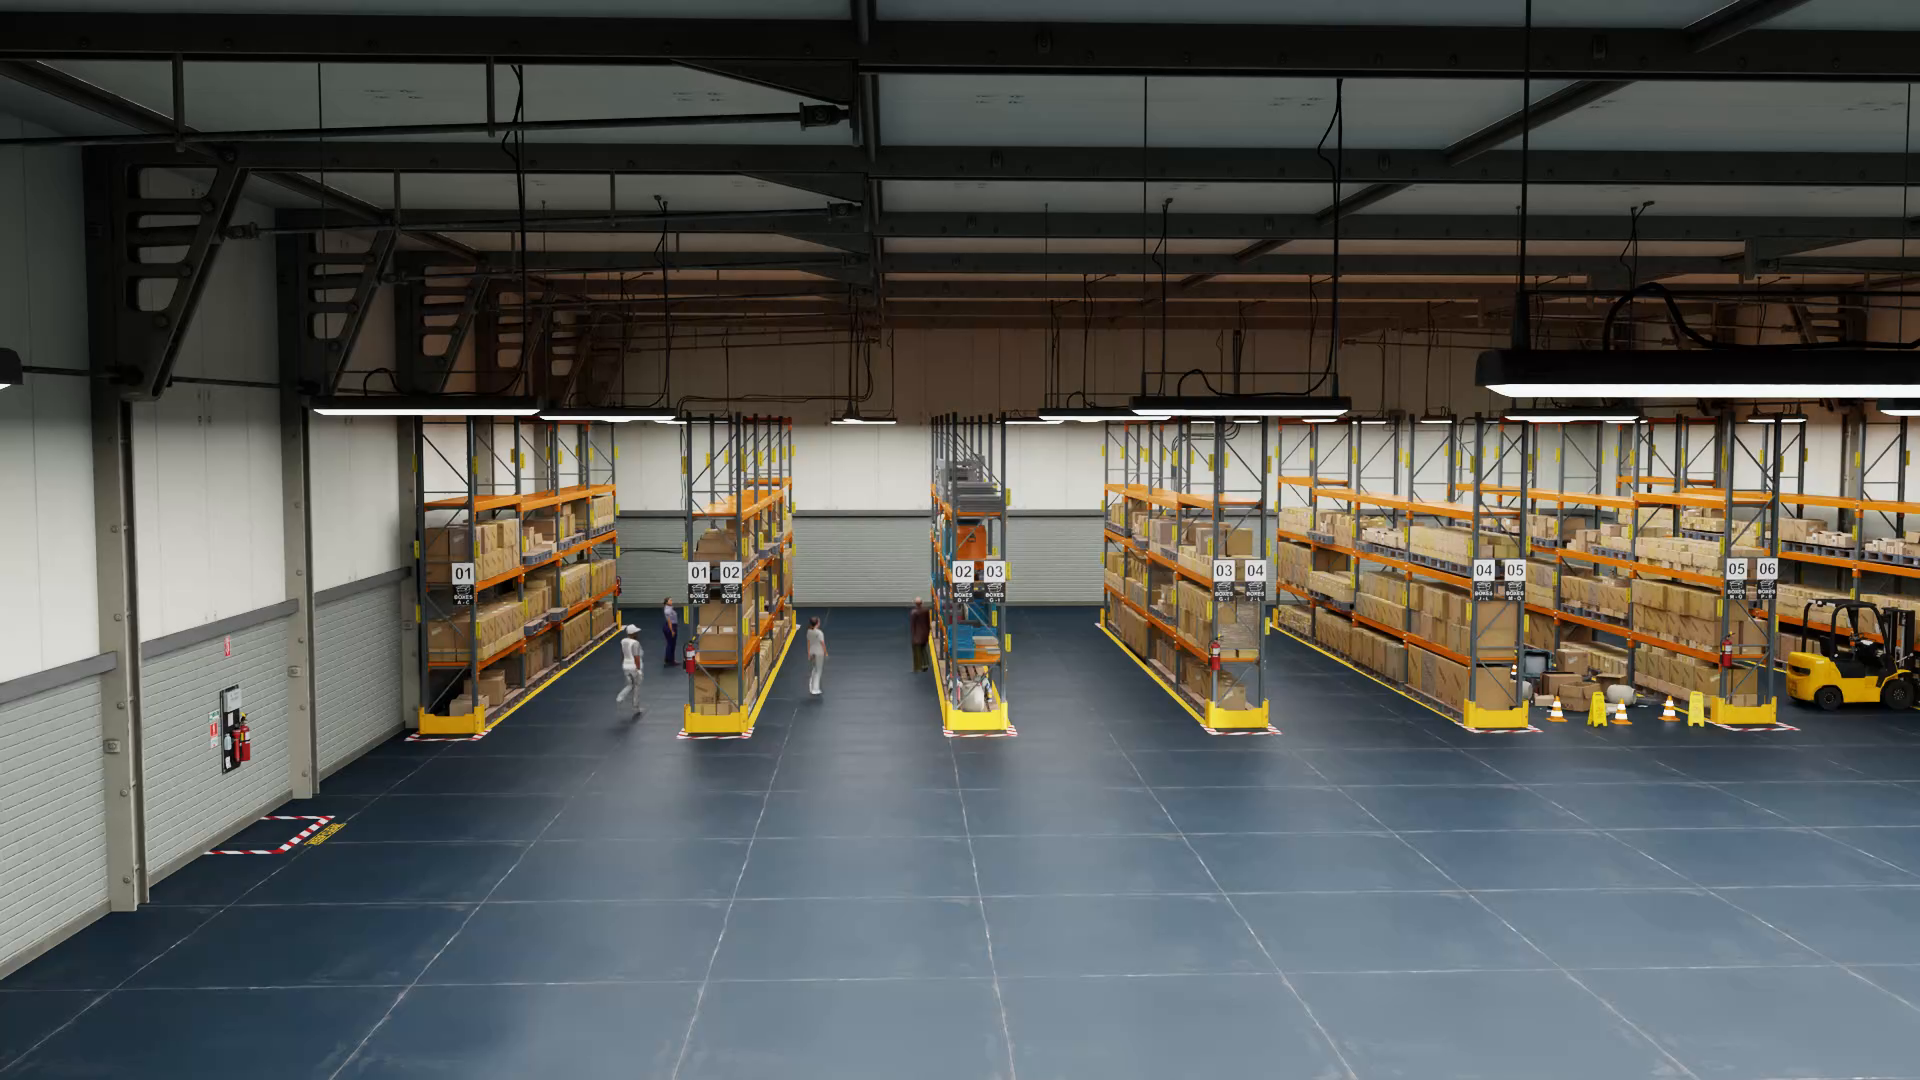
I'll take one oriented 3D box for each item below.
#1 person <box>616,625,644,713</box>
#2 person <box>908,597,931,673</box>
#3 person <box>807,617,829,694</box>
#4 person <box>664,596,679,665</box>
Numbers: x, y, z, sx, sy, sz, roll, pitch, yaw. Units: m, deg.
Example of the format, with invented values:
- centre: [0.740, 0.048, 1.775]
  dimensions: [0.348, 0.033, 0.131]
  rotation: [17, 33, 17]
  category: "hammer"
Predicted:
- centre: [-6.556, 2.571, 33.096]
  dimensions: [0.552, 1.777, 0.669]
  rotation: [2, 5, 31]
  category: "person"
- centre: [-0.927, 2.189, 38.512]
  dimensions: [0.710, 1.786, 0.455]
  rotation: [-4, 5, -43]
  category: "person"
- centre: [-3.042, 2.470, 35.567]
  dimensions: [0.461, 1.658, 0.461]
  rotation: [3, 5, 34]
  category: "person"
- centre: [-6.946, 2.193, 39.984]
  dimensions: [0.357, 1.680, 0.528]
  rotation: [-1, 4, -21]
  category: "person"
